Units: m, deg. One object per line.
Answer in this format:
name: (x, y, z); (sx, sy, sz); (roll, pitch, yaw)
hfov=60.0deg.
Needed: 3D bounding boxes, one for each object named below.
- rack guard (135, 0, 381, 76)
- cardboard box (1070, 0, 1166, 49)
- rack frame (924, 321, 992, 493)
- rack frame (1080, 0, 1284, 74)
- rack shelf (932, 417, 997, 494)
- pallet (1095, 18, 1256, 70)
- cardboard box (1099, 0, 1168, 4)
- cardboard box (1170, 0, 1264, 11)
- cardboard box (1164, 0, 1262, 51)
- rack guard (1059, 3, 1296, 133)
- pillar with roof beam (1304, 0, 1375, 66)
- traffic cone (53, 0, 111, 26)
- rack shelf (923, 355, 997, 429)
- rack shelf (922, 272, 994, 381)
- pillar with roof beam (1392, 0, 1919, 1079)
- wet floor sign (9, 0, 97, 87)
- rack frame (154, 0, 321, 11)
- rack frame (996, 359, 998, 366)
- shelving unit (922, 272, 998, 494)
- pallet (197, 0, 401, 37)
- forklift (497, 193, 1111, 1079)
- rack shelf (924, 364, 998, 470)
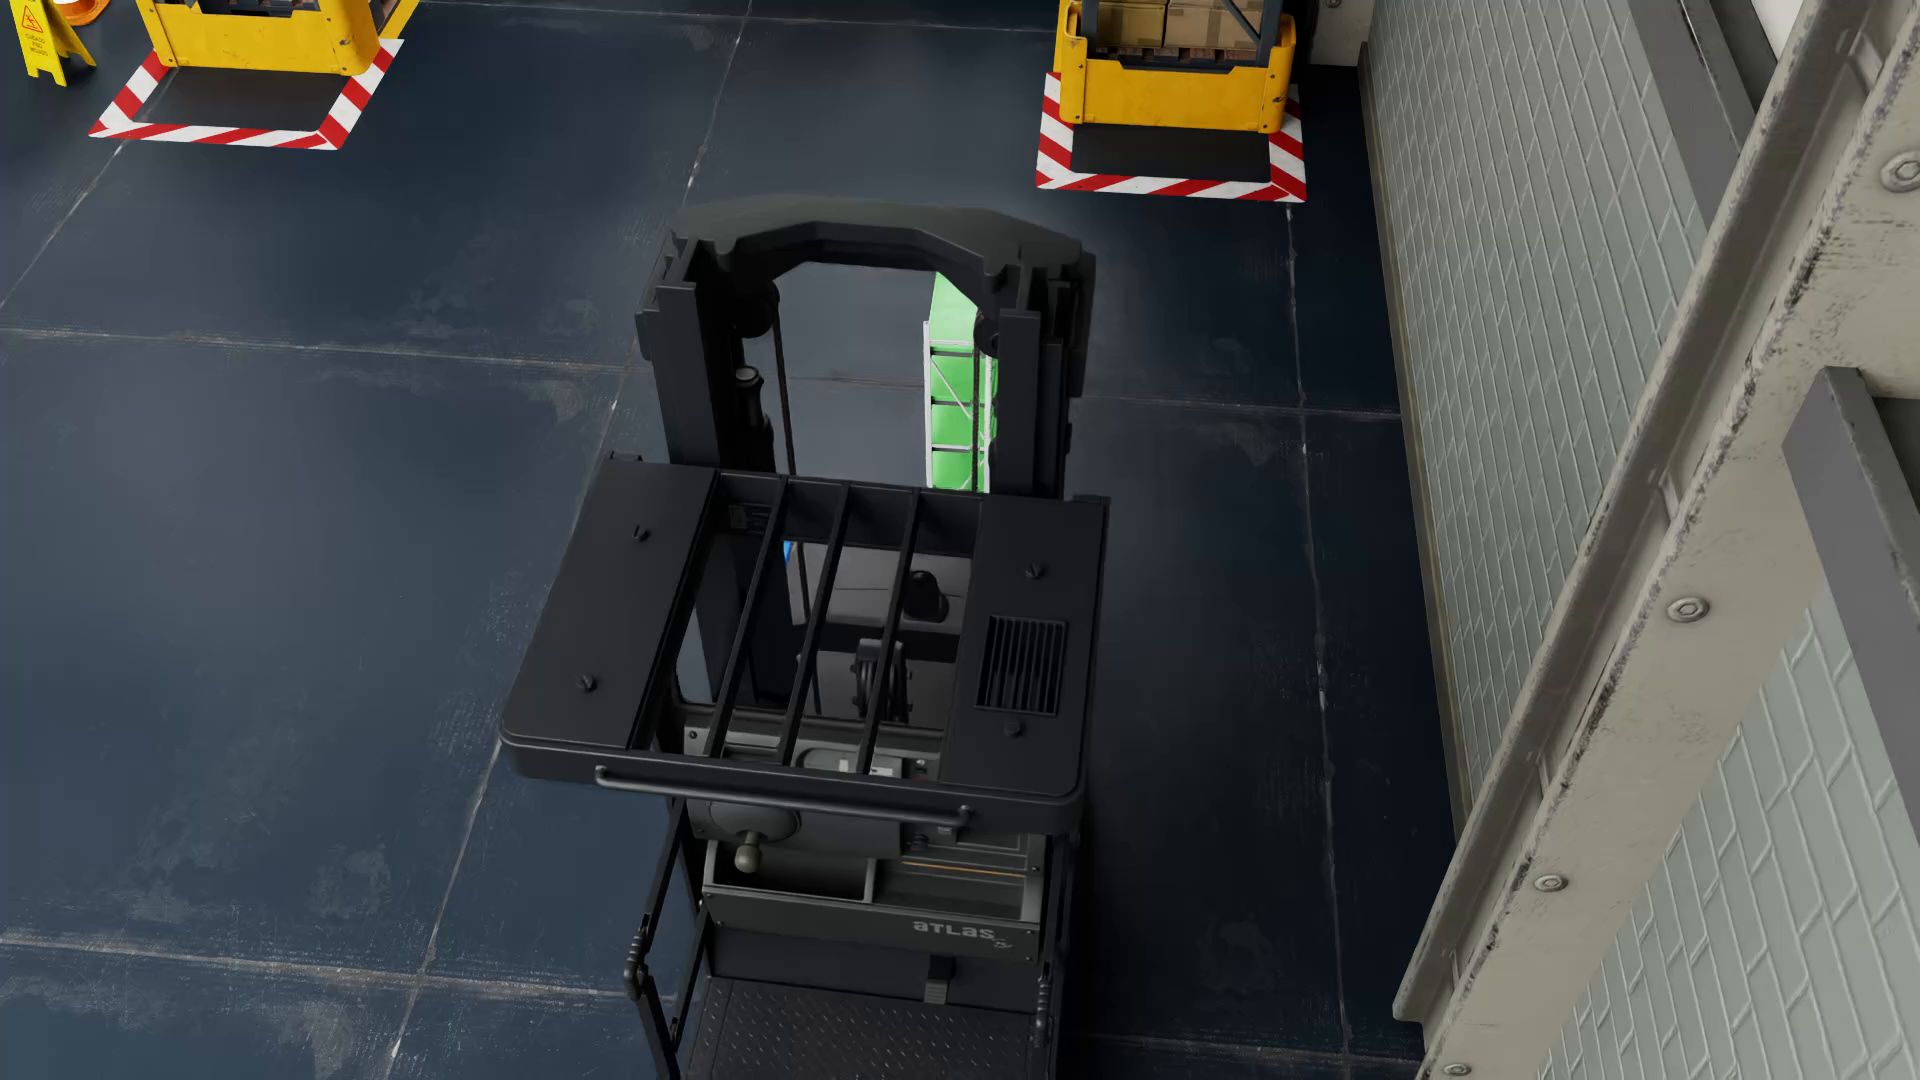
rack guard: (-3.817, -2.860, 9.027); (1.175, 0.500, 0.348); (4, 48, 4)
cardboard box: (0.848, -2.897, 8.946); (0.500, 0.250, 0.500); (4, 48, 4)
rack frame: (-0.007, -0.347, 6.255); (0.240, 1.200, 0.015); (4, 48, 4)
rack frame: (1.120, -3.317, 7.751); (1.000, 3.000, 0.127); (4, 48, 4)
rack shelf: (0.015, -0.321, 6.643); (0.258, 0.148, 0.480); (4, 48, 4)
pallet: (1.148, -2.941, 9.297); (1.003, 0.211, 1.213); (4, 48, 4)
cardboard box: (0.853, -3.078, 8.773); (0.500, 0.250, 0.500); (3, 48, 3)
cardboard box: (1.370, -3.031, 8.730); (0.500, 0.250, 0.500); (5, 48, 4)
cardboard box: (1.359, -2.879, 8.929); (0.500, 0.250, 0.500); (4, 48, 4)
rack guard: (1.118, -2.456, 8.657); (1.175, 0.500, 0.348); (4, 48, 4)
pillar with roof beam: (-2.206, -6.082, 6.215); (9.100, 9.000, 0.400); (4, 48, 4)
traffic cone: (-5.069, -3.195, 9.358); (0.336, 0.463, 0.334); (4, 48, 4)
rack shelf: (0.015, -0.645, 6.289); (0.258, 0.148, 0.480); (4, 48, 4)
rack shelf: (0.015, -0.807, 6.111); (0.258, 0.148, 0.480); (4, 48, 4)
pillar with roof beam: (-2.753, -1.673, 2.182); (9.100, 9.000, 0.400); (4, 48, 4)
wet floor sign: (-4.906, -2.786, 8.861); (0.267, 0.644, 0.232); (19, 50, 17)
rack frame: (-3.823, -3.648, 8.054); (1.000, 3.000, 0.127); (4, 48, 4)
rack frame: (0.037, -0.706, 6.583); (0.240, 1.200, 0.015); (4, 48, 4)
shelving unit: (0.015, -0.527, 6.419); (0.258, 1.200, 0.503); (4, 48, 4)
pallet: (-3.707, -3.358, 9.678); (1.003, 0.211, 1.213); (4, 48, 4)
forklift: (-0.262, 0.775, 4.055); (1.130, 2.935, 3.031); (5, 48, 5)
rack shelf: (0.015, -0.483, 6.466); (0.258, 0.148, 0.480); (4, 48, 4)
